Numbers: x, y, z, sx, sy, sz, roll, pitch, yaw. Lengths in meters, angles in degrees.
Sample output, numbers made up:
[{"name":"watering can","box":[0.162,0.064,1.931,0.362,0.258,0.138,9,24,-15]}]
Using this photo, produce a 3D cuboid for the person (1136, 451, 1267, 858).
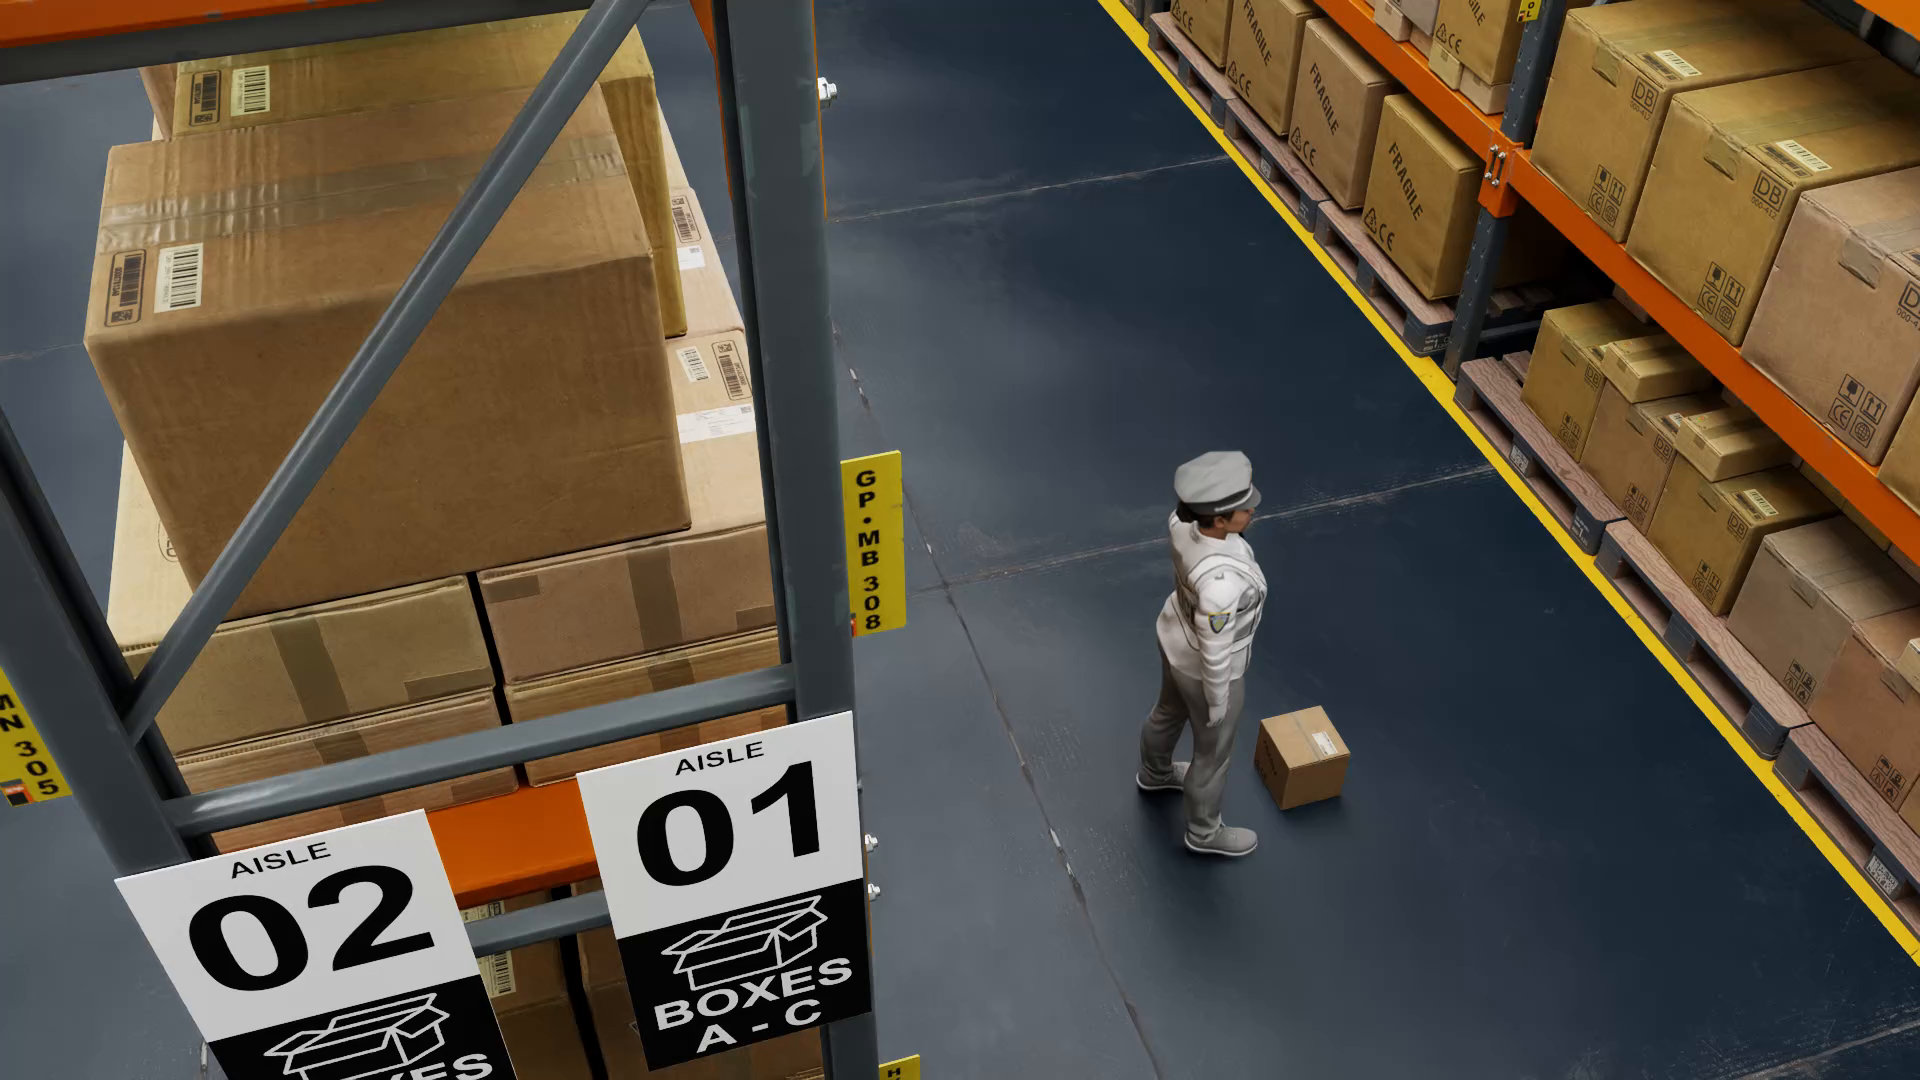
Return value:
[{"name":"person","box":[0.867,0.392,5.705,0.400,1.711,0.500,-8,43,-9]}]
